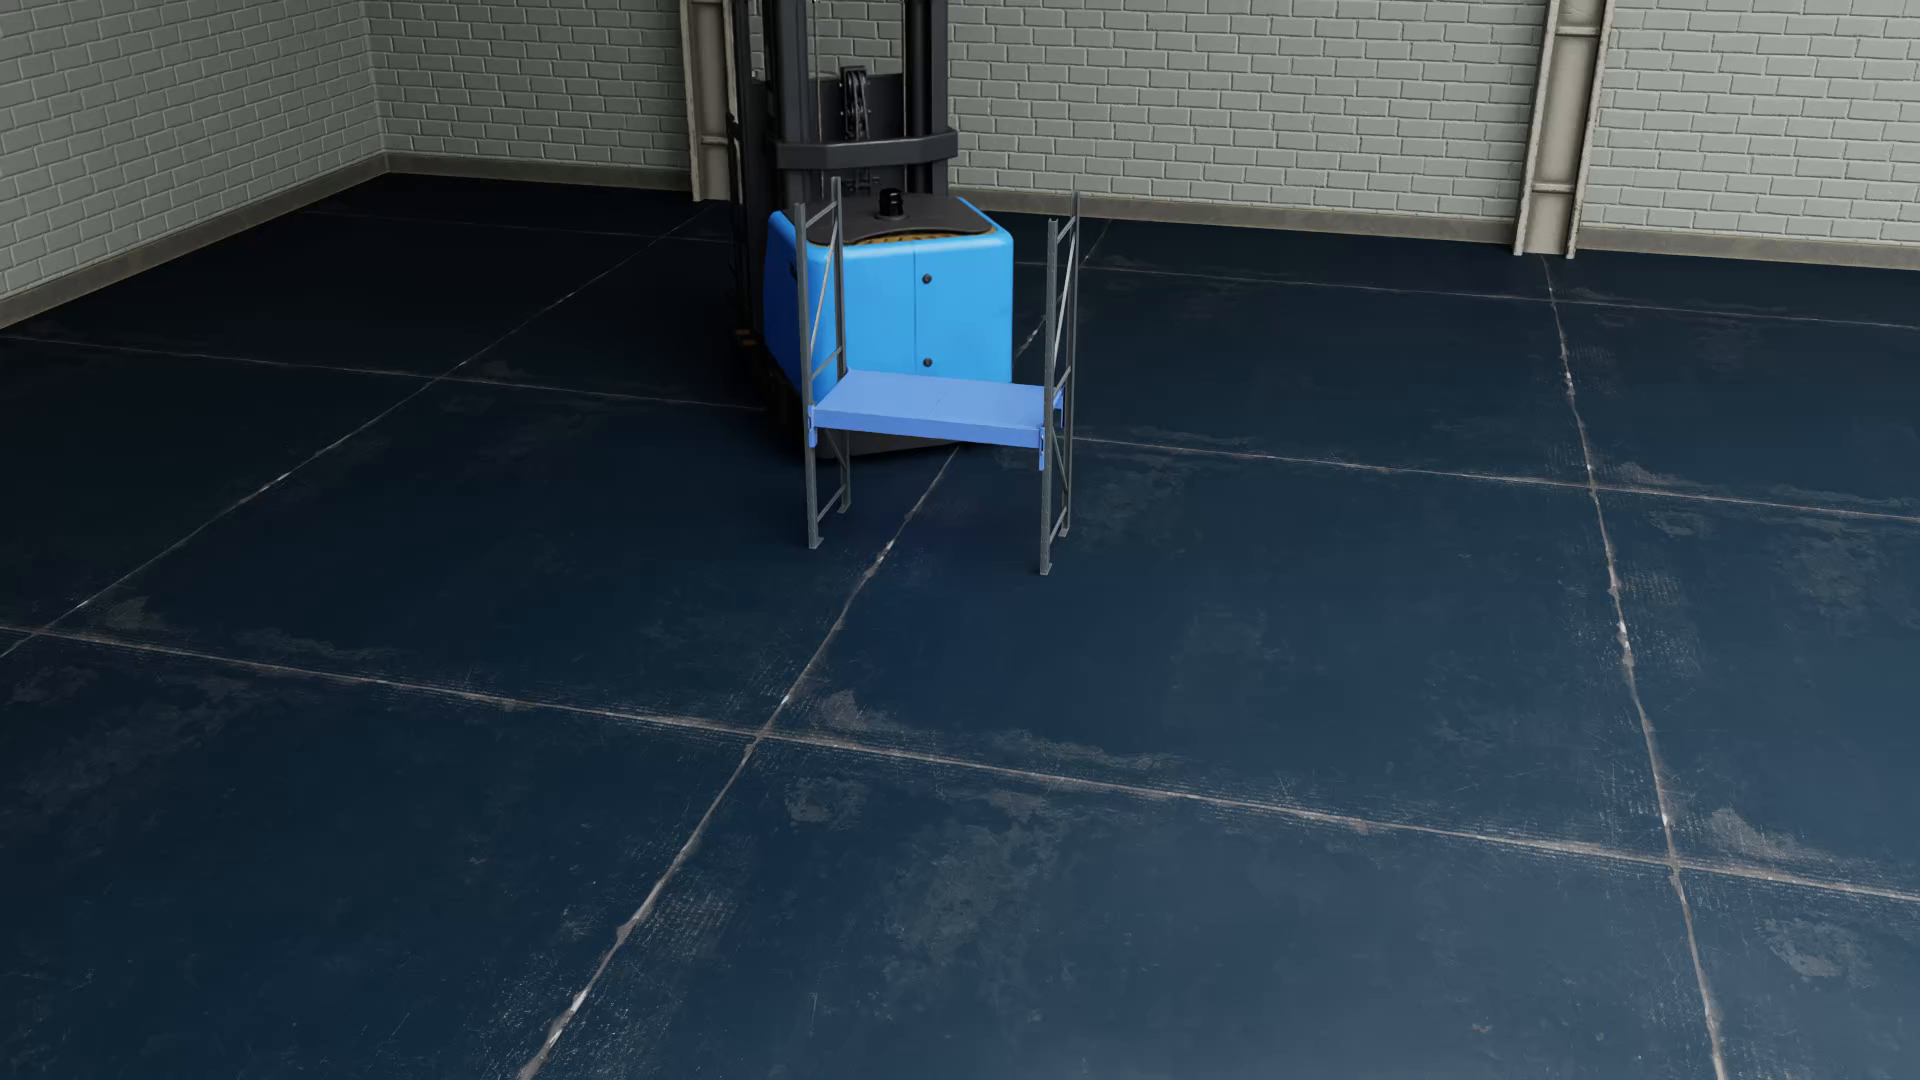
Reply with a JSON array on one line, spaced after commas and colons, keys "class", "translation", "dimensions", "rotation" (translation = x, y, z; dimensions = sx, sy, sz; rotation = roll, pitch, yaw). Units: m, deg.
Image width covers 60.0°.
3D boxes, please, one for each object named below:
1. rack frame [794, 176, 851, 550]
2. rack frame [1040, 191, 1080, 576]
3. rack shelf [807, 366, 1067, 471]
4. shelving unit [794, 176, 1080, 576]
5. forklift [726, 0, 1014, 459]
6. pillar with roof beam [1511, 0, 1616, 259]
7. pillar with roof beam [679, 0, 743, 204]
[{"class": "rack frame", "translation": [-0.575, -0.741, 7.061], "dimensions": [0.032, 1.500, 0.500], "rotation": [6, 26, 13]}, {"class": "rack frame", "translation": [0.410, -0.632, 6.832], "dimensions": [0.032, 1.500, 0.500], "rotation": [6, 26, 13]}, {"class": "rack shelf", "translation": [-0.083, -0.524, 7.024], "dimensions": [1.000, 0.185, 0.538], "rotation": [6, 26, 13]}, {"class": "shelving unit", "translation": [-0.083, -0.686, 6.947], "dimensions": [1.048, 1.500, 0.538], "rotation": [6, 26, 13]}, {"class": "forklift", "translation": [-0.671, -2.320, 8.714], "dimensions": [1.130, 2.935, 3.031], "rotation": [-8, 27, -16]}, {"class": "pillar with roof beam", "translation": [2.927, -4.257, 5.723], "dimensions": [0.400, 9.000, 9.100], "rotation": [6, 26, 13]}, {"class": "pillar with roof beam", "translation": [-2.884, -4.899, 7.072], "dimensions": [0.400, 9.000, 9.100], "rotation": [6, 26, 13]}]
